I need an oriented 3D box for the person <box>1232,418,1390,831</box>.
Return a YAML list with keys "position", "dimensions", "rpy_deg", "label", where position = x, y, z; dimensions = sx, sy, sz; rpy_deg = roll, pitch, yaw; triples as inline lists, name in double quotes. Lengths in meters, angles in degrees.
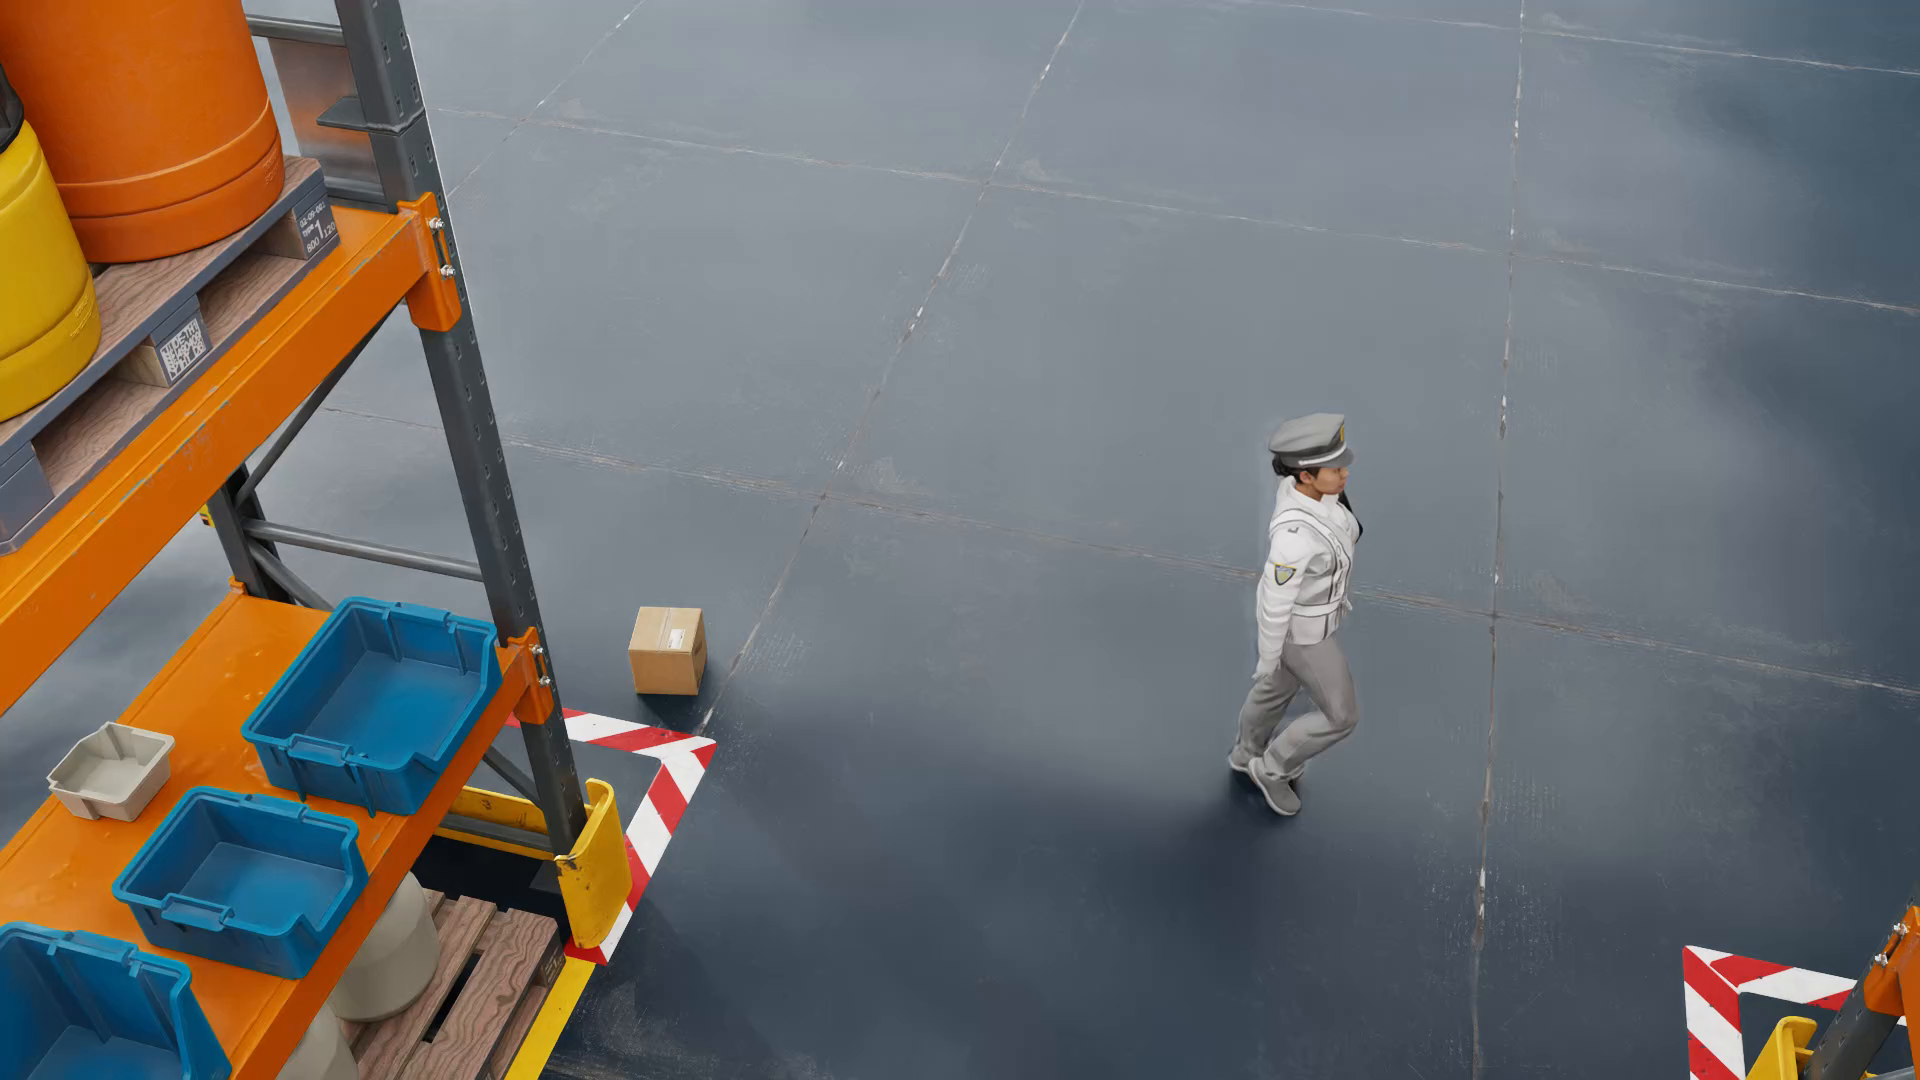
- position: [1.298, 0.308, 5.799]
  dimensions: [0.530, 1.741, 0.486]
  rpy_deg: [8, 42, 9]
  label: "person"
